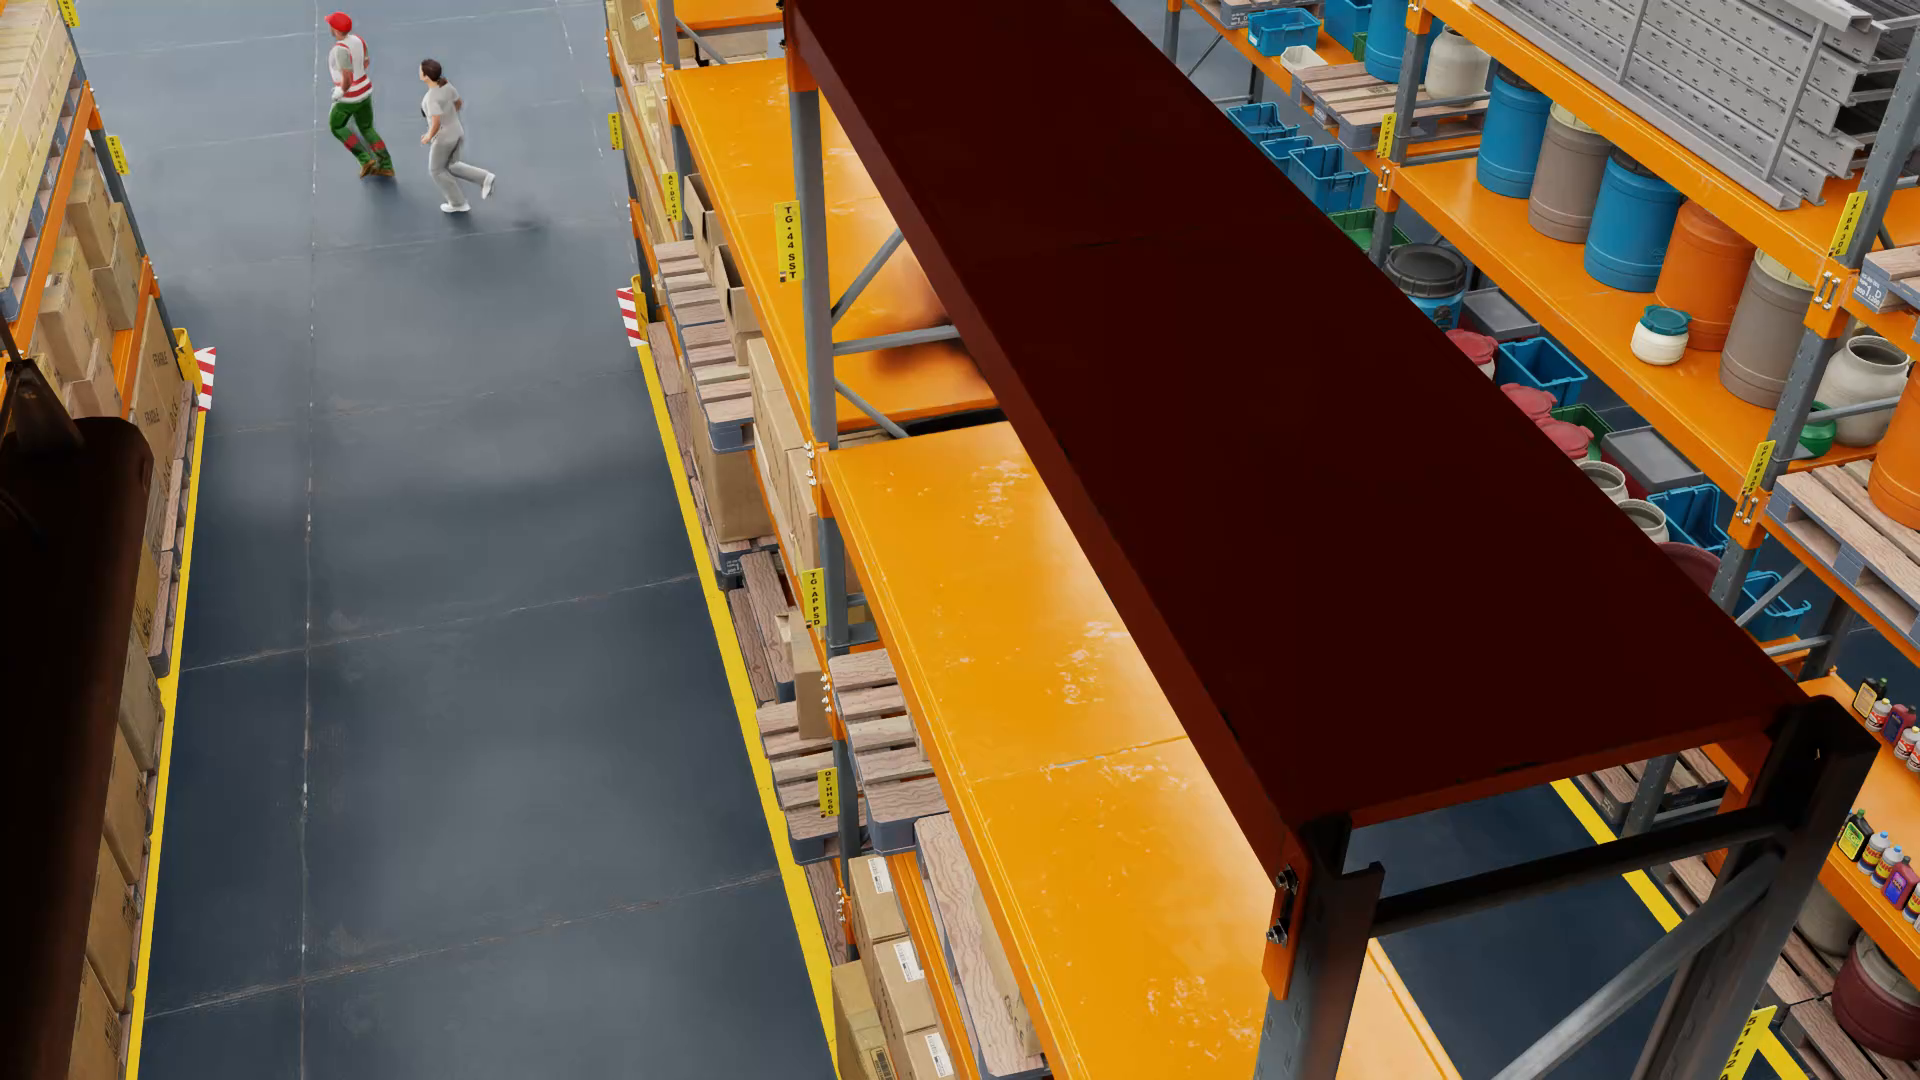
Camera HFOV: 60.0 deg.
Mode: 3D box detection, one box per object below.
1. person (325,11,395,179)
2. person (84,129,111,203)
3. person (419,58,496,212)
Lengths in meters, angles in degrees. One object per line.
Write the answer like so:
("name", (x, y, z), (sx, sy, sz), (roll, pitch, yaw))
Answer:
("person", (-6.315, -4.588, 17.187), (0.647, 1.780, 0.638), (13, 40, 16))
("person", (-8.242, -3.301, 15.581), (0.889, 1.800, 0.711), (23, 44, 26))
("person", (-5.038, -4.004, 16.587), (0.623, 1.622, 0.553), (8, 39, 10))
